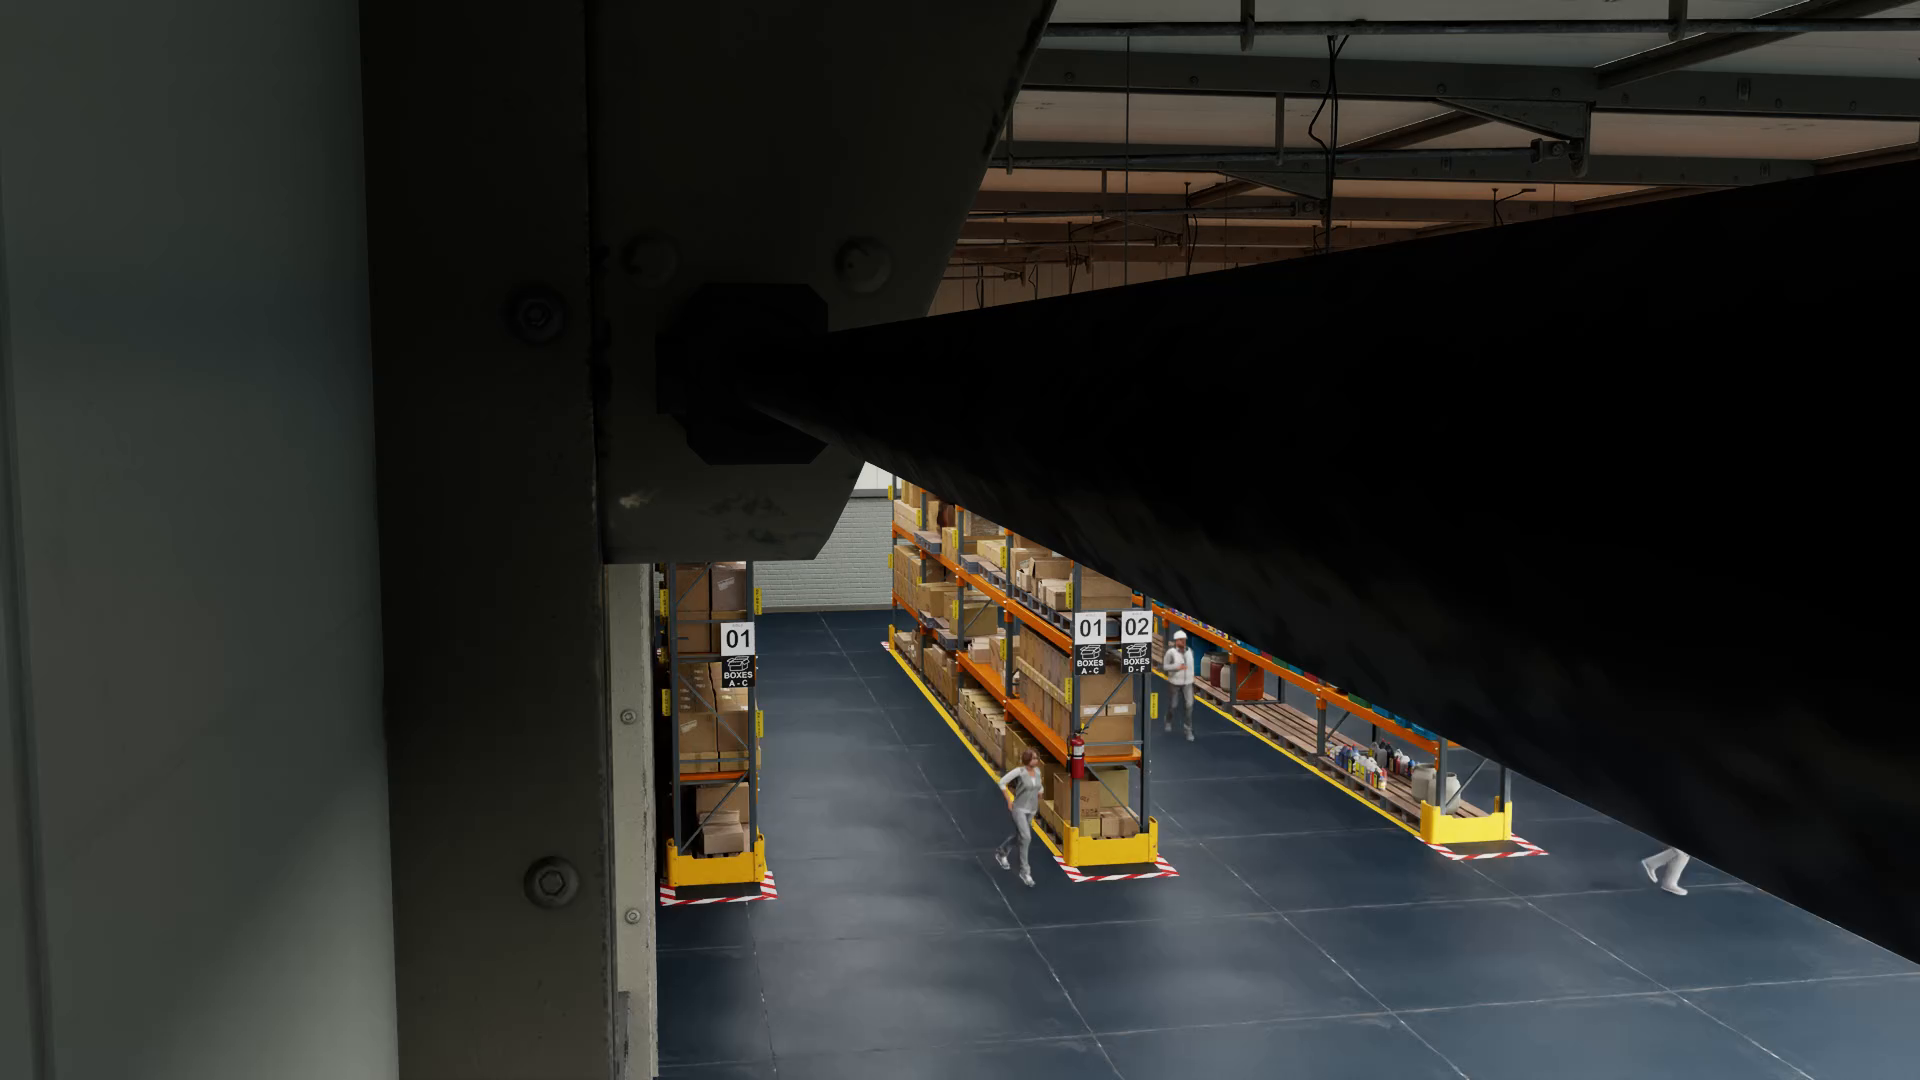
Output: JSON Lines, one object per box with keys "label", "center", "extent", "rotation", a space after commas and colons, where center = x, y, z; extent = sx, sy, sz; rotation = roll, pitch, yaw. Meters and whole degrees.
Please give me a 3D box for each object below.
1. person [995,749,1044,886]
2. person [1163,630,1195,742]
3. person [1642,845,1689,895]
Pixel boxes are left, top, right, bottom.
{"label": "person", "center": [0.776, 3.350, 20.414], "extent": [0.550, 1.613, 0.810], "rotation": [-5, 8, -40]}
{"label": "person", "center": [3.681, 2.420, 27.944], "extent": [0.658, 1.829, 0.828], "rotation": [-2, 6, -14]}
{"label": "person", "center": [8.426, 3.374, 19.781], "extent": [0.557, 1.672, 0.598], "rotation": [3, 7, 25]}
